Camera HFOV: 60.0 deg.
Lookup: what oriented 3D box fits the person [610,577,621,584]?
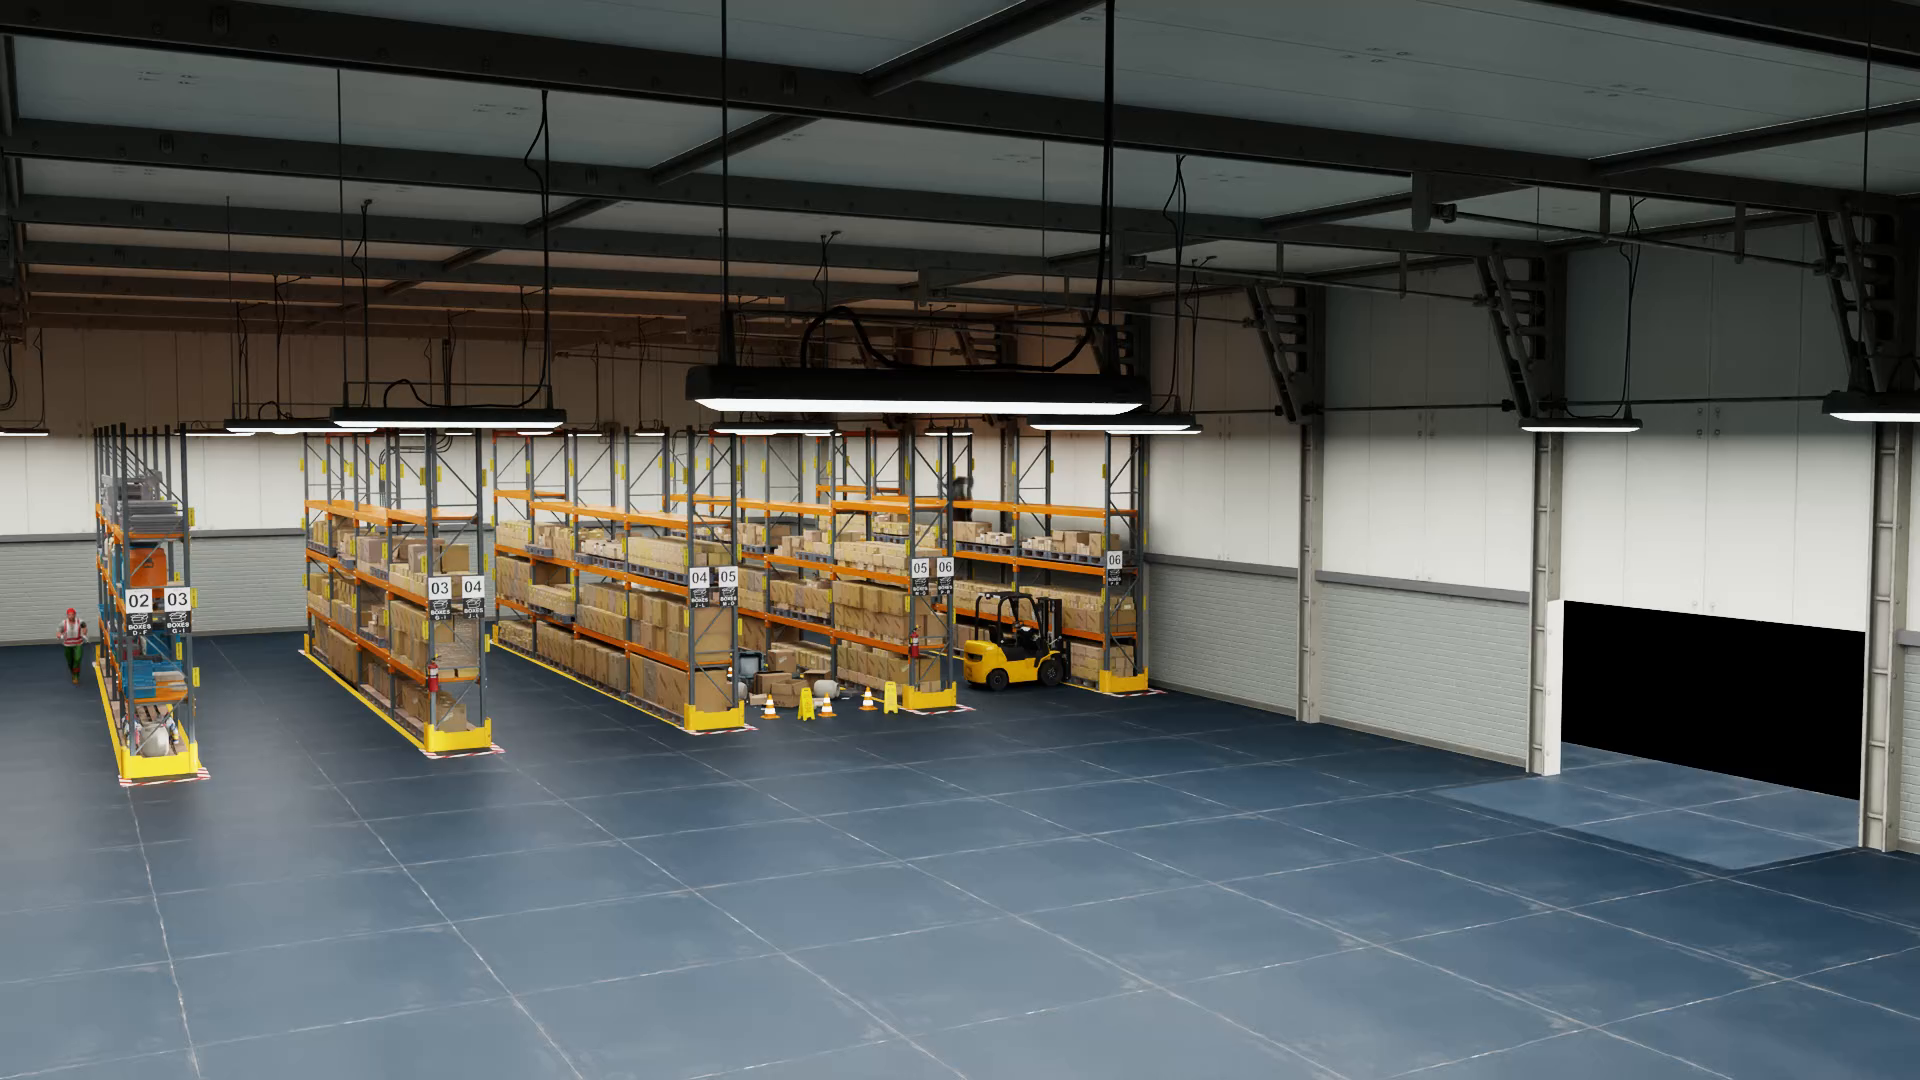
[{"bbox_3d":[-10.033,1.888,48.804,0.538,1.759,0.706,1,4,19],"label":"person"}]

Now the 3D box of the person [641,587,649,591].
[{"bbox_3d":[-8.538,2.140,45.551,0.765,1.717,0.666,-1,4,-12],"label":"person"}]

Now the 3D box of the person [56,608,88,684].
[{"bbox_3d":[-20.759,2.455,38.911,0.645,1.749,1.068,-1,4,-22],"label":"person"}]
